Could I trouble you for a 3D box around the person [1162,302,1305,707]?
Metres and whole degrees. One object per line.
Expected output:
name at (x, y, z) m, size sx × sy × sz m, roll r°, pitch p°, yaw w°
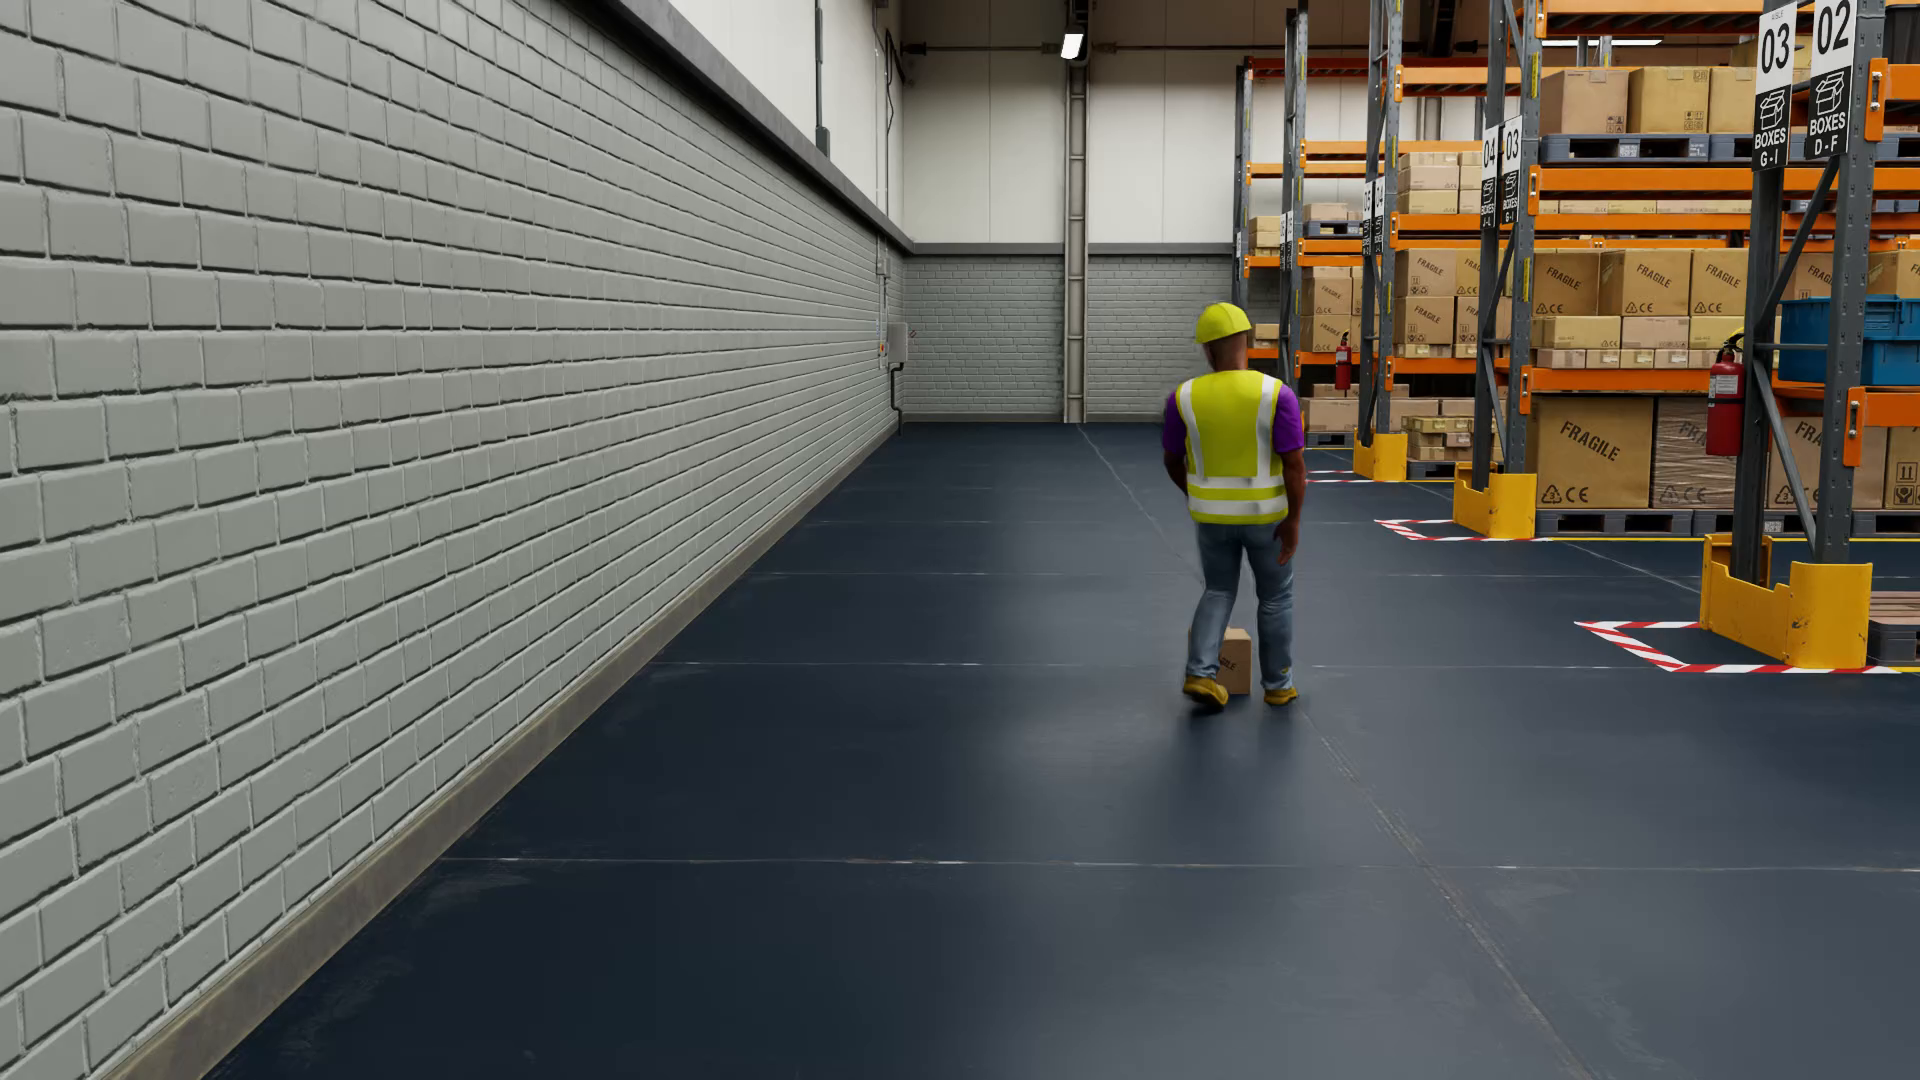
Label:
person at (1.190, -0.133, 6.968) m, size 0.597 × 1.704 × 0.785 m, roll 3°, pitch 8°, yaw 23°
